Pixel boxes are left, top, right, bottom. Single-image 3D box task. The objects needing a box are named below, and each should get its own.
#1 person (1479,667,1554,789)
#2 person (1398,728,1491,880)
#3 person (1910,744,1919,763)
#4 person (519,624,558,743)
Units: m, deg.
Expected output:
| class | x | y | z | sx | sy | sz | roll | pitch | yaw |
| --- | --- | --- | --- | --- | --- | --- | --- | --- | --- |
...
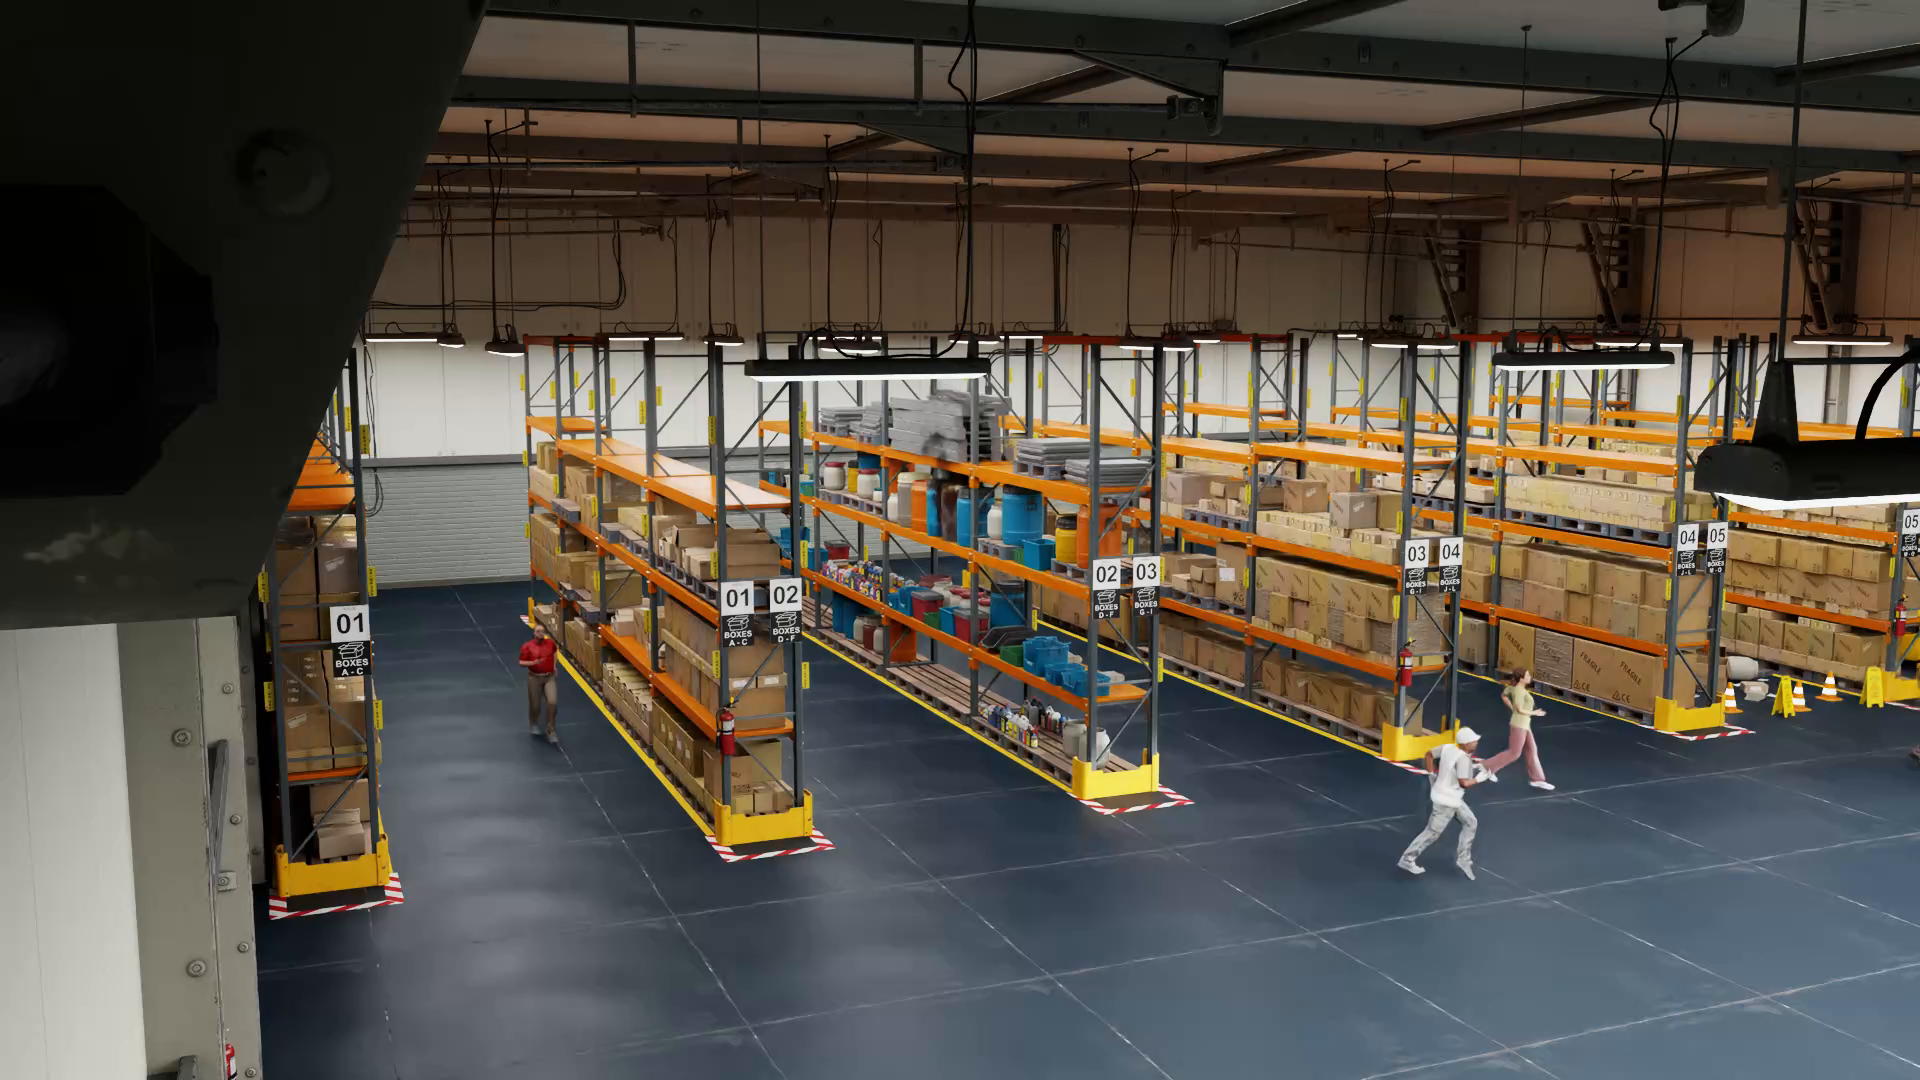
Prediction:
| class | x | y | z | sx | sy | sz | roll | pitch | yaw |
| --- | --- | --- | --- | --- | --- | --- | --- | --- | --- |
| person | 7.511 | 2.525 | 22.354 | 0.977 | 1.659 | 0.590 | 2 | 8 | 17 |
| person | 5.454 | 2.987 | 18.749 | 0.969 | 1.784 | 0.670 | 1 | 8 | 9 |
| person | 13.855 | 2.402 | 23.279 | 0.901 | 1.767 | 0.678 | 3 | 8 | 20 |
| person | -6.320 | 2.150 | 25.078 | 0.642 | 1.787 | 0.762 | -4 | 9 | -28 |
